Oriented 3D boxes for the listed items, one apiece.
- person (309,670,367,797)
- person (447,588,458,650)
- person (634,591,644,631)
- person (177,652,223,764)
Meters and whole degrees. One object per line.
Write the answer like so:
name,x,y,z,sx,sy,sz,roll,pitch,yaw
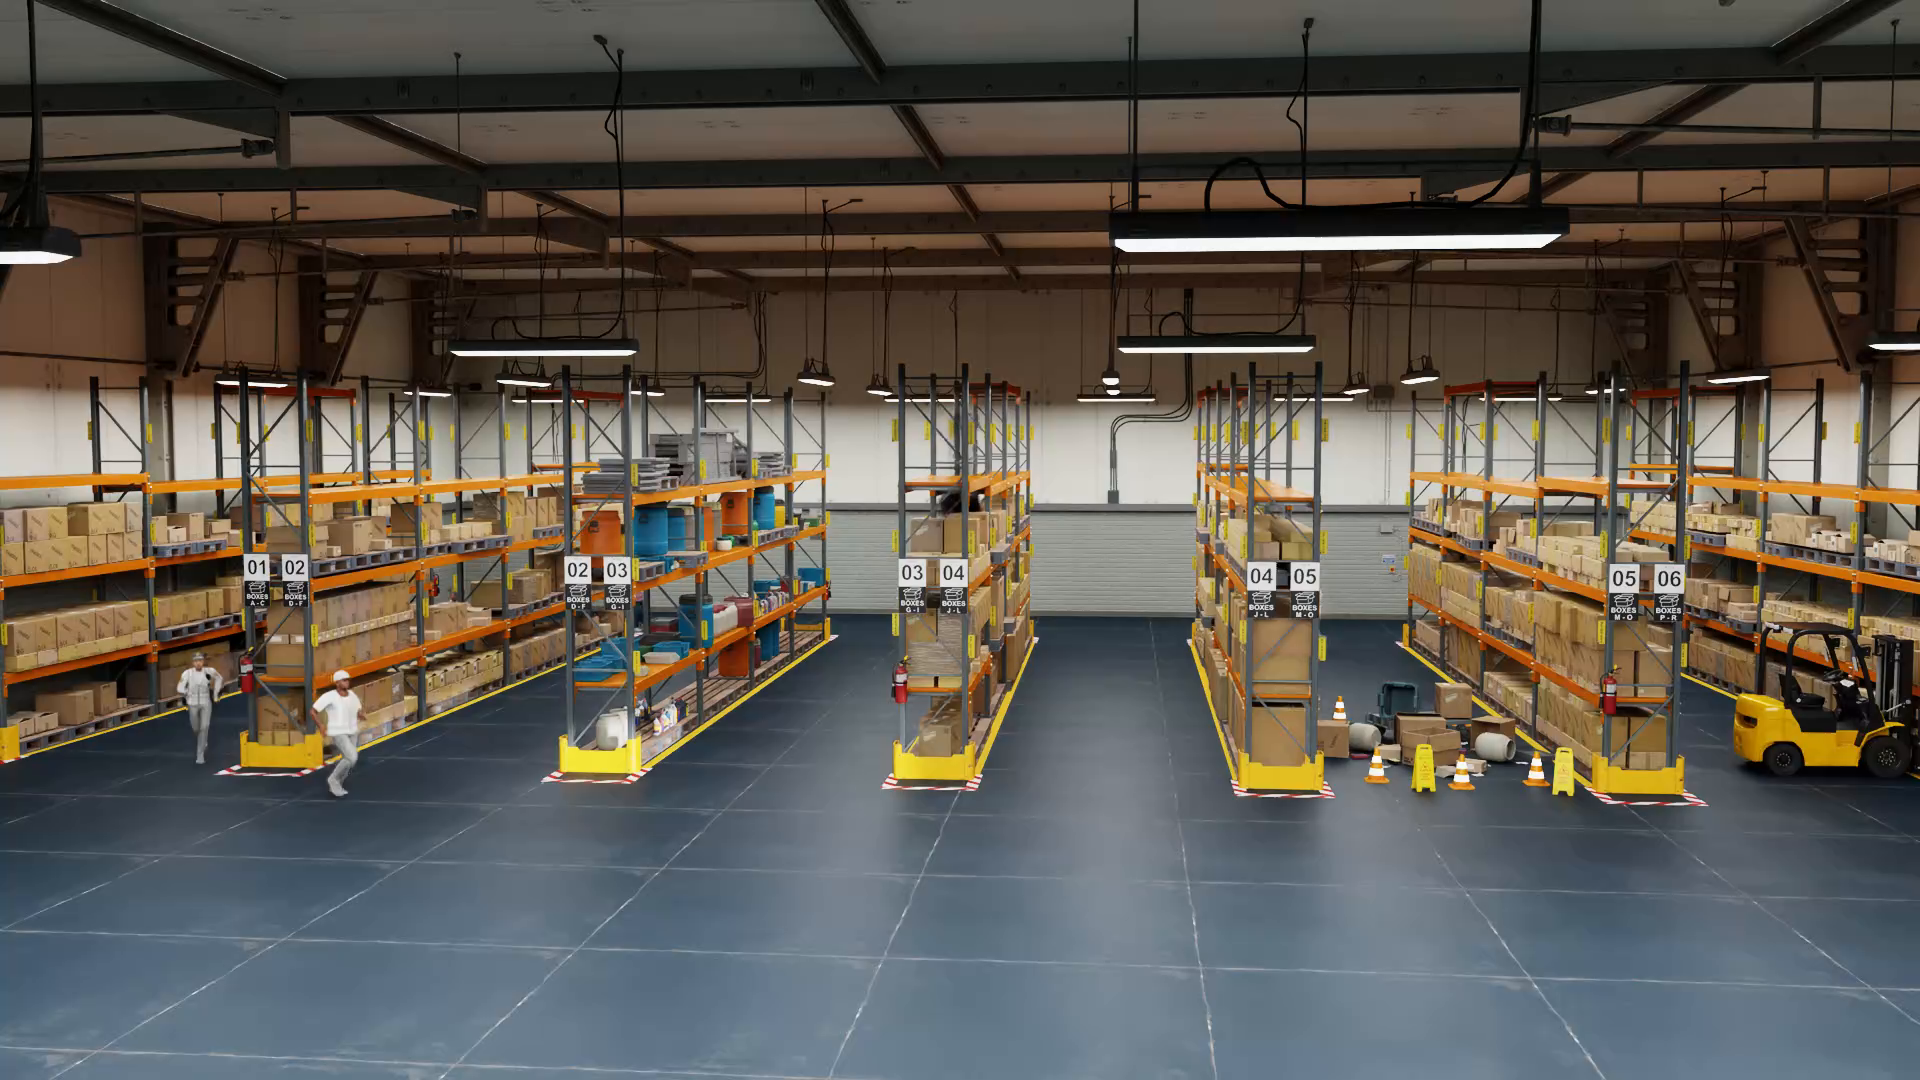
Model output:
person,-8.447,2.656,22.825,0.646,1.732,0.687,2,4,24
person,-10.739,1.872,35.327,0.606,1.711,0.874,0,4,-3
person,-8.052,1.533,41.871,0.583,1.556,0.546,3,5,41
person,-11.675,2.541,25.564,0.629,1.705,0.967,-1,4,-20
